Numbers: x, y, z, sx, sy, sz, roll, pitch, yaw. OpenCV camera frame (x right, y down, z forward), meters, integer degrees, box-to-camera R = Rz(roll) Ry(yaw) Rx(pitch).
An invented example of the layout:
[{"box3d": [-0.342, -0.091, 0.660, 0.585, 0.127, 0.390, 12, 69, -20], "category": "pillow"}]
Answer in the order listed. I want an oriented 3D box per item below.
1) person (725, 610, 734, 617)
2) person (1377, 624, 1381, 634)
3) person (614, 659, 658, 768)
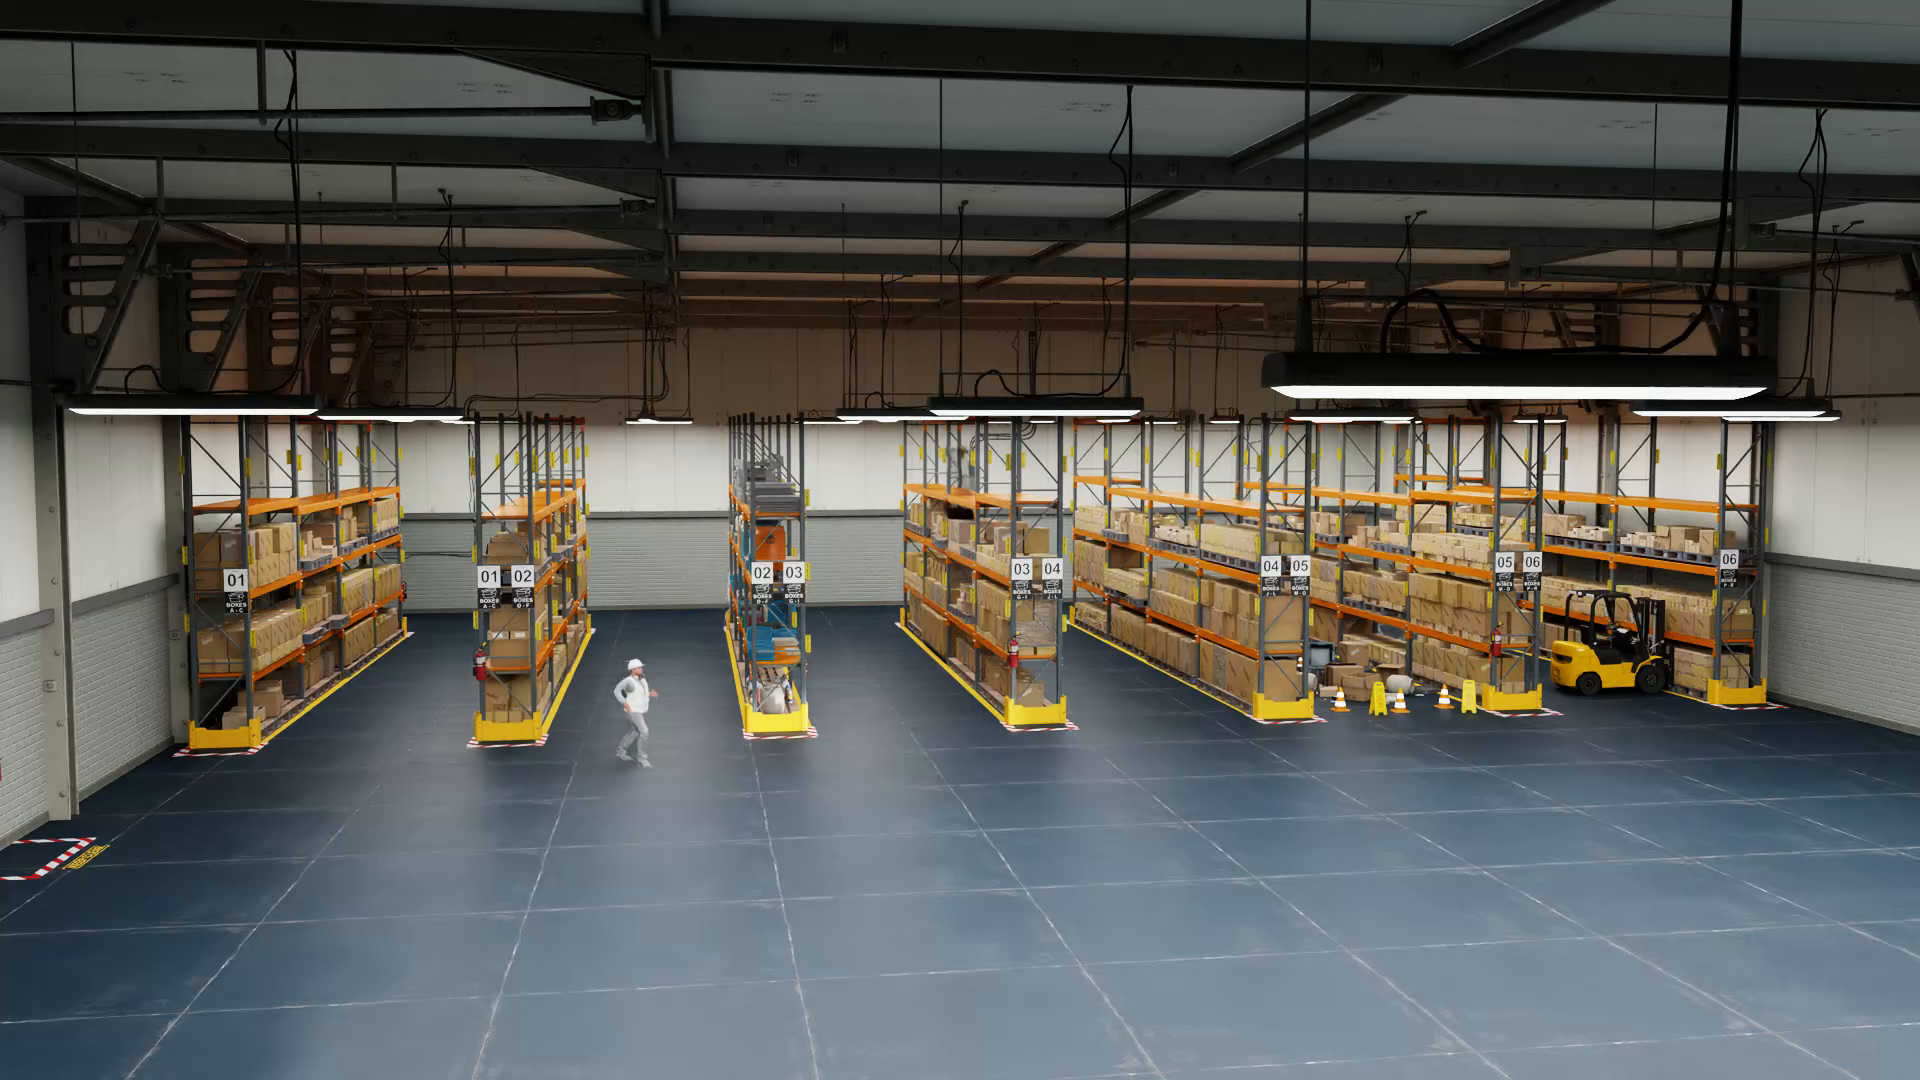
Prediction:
[{"box3d": [-6.350, 1.520, 48.478, 0.977, 1.823, 0.647, 0, 4, 2], "category": "person"}, {"box3d": [11.150, 1.827, 45.258, 0.537, 1.586, 0.881, -2, 4, -22], "category": "person"}, {"box3d": [-5.491, 2.930, 28.127, 0.796, 1.837, 0.643, 1, 4, 17], "category": "person"}]
